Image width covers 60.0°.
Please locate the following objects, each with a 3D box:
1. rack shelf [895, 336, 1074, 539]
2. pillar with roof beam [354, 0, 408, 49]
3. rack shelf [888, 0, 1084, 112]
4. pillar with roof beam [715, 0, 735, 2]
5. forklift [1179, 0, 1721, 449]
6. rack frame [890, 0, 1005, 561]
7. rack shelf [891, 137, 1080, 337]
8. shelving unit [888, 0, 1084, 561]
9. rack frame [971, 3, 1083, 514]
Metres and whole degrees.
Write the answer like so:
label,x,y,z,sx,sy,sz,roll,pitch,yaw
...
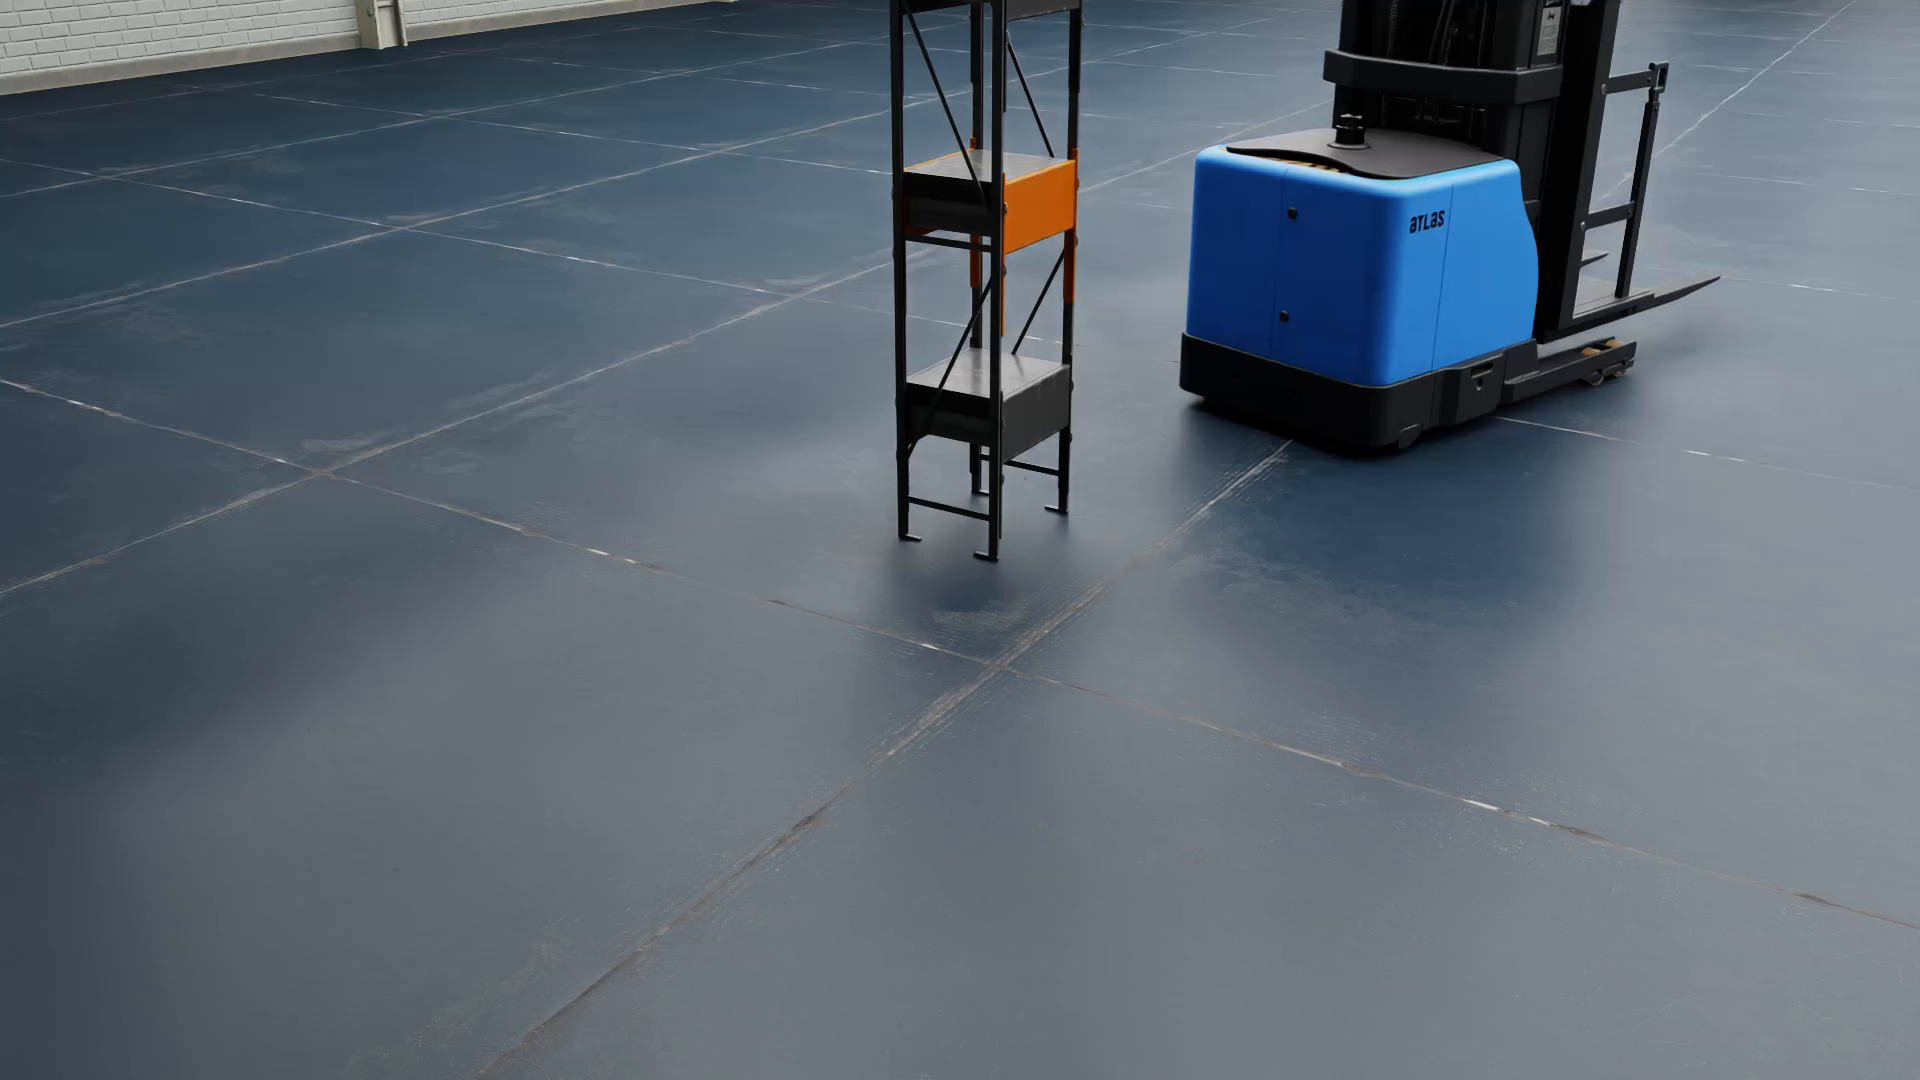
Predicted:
label,x,y,z,sx,sy,sz,roll,pitch,yaw
rack shelf,0.087,-0.365,5.745,0.431,0.518,0.480,14,27,29
pillar with roof beam,-2.675,-8.655,14.416,9.100,9.000,0.400,14,27,29
rack shelf,0.087,-1.649,5.189,0.431,0.518,0.480,14,27,29
pillar with roof beam,0.490,-10.680,19.094,9.100,9.000,0.400,14,27,29
forklift,2.387,-2.165,7.061,3.031,2.935,1.130,-18,29,-36
rack frame,-0.041,-0.937,5.272,0.400,2.100,0.015,14,27,29
rack shelf,0.087,-1.007,5.467,0.431,0.518,0.480,14,27,29
shelving unit,0.087,-1.019,5.462,0.431,2.100,0.503,14,27,29
rack frame,0.216,-1.102,5.652,0.400,2.100,0.015,14,27,29
